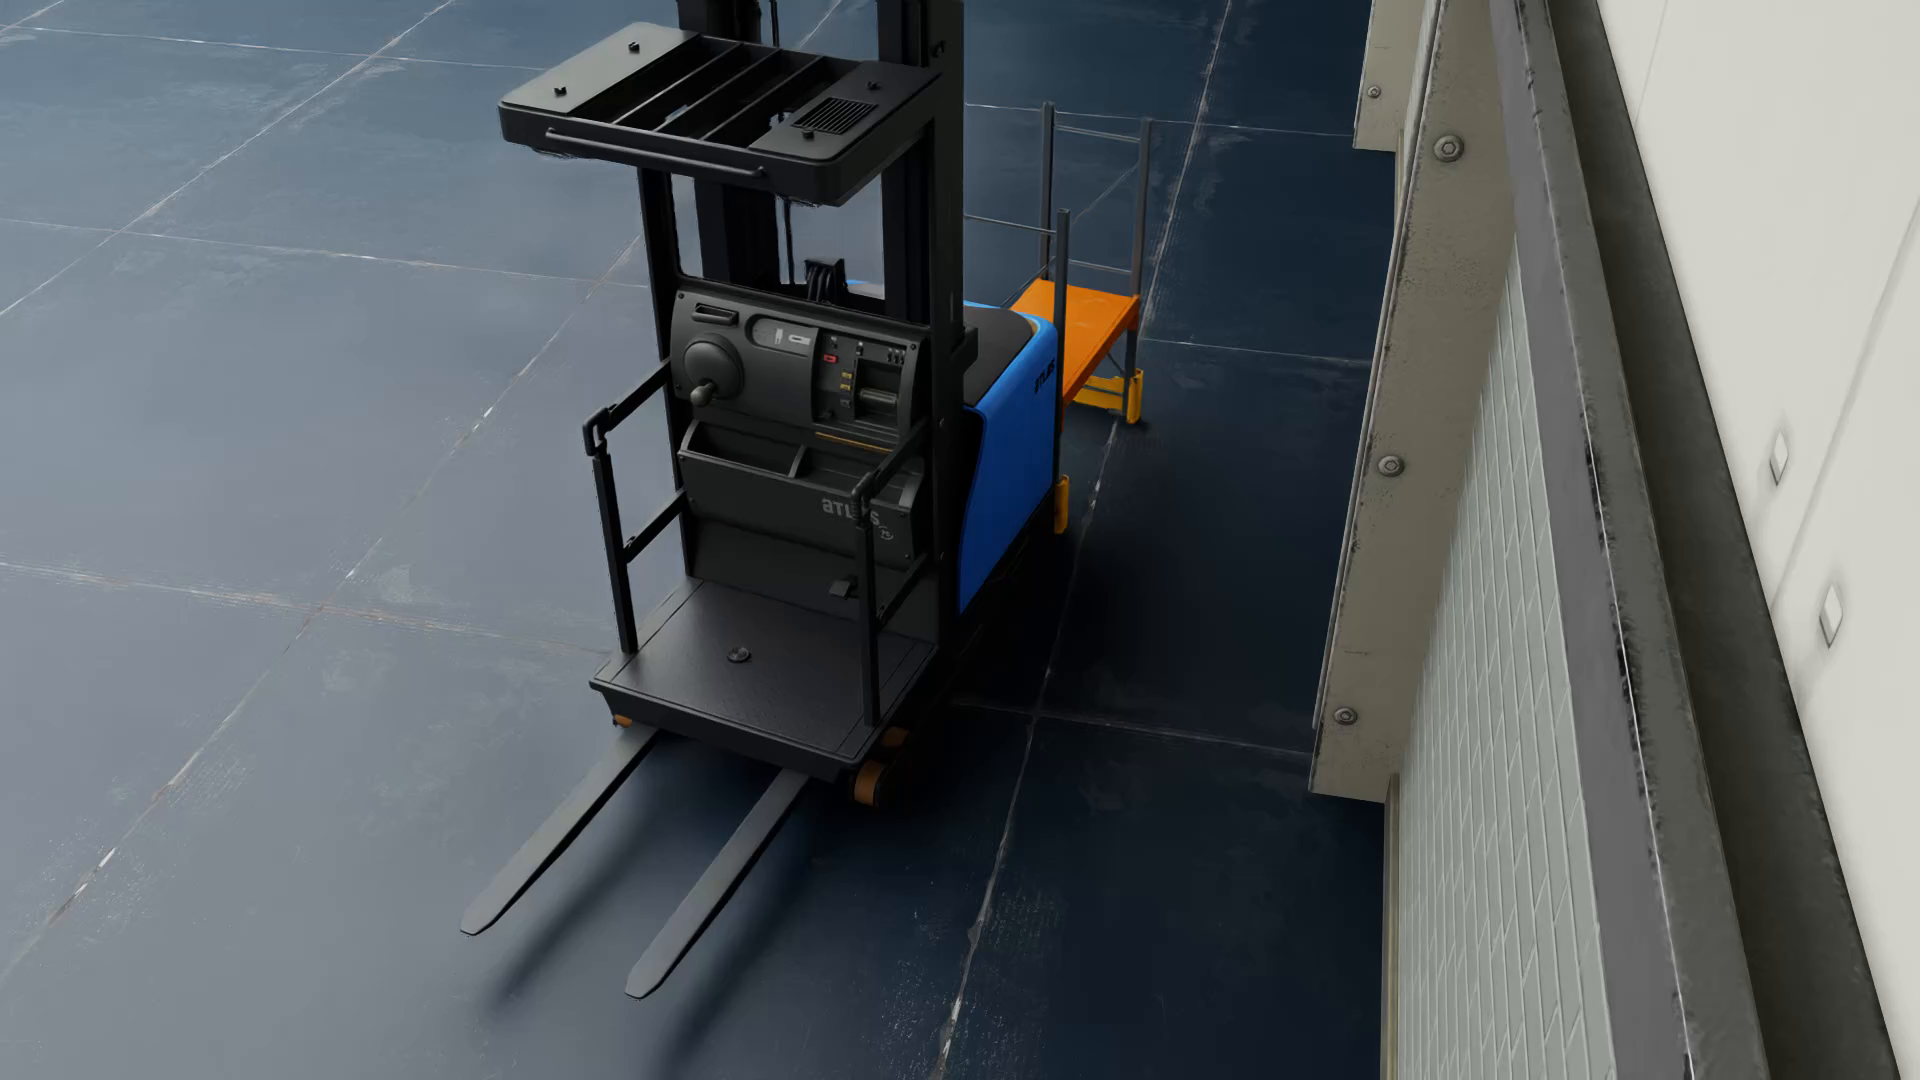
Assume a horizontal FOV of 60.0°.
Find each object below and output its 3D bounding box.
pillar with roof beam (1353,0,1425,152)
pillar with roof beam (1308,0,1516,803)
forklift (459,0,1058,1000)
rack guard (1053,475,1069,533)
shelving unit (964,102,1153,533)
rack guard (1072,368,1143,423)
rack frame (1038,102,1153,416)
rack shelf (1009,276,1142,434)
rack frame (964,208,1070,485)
[{"bbox_3d":[-1.475,-6.810,8.978,9.100,9.000,0.400,7,37,10],"label":"pillar with roof beam"},{"bbox_3d":[-2.757,-3.370,4.232,9.100,9.000,0.400,7,37,10],"label":"pillar with roof beam"},{"bbox_3d":[-0.650,-0.524,5.476,1.130,2.935,3.031,14,38,19],"label":"forklift"},{"bbox_3d":[0.194,-0.220,7.341,0.587,0.250,0.087,14,38,19],"label":"rack guard"},{"bbox_3d":[0.394,-0.994,7.343,0.587,1.500,1.083,14,38,19],"label":"shelving unit"},{"bbox_3d":[0.595,-0.755,8.079,0.587,0.250,0.087,14,38,19],"label":"rack guard"},{"bbox_3d":[0.603,-1.272,7.727,0.500,1.500,0.032,14,38,19],"label":"rack frame"},{"bbox_3d":[0.398,-0.853,7.456,0.538,0.185,1.000,14,38,19],"label":"rack shelf"},{"bbox_3d":[0.193,-0.726,6.973,0.500,1.500,0.032,14,38,19],"label":"rack frame"}]
